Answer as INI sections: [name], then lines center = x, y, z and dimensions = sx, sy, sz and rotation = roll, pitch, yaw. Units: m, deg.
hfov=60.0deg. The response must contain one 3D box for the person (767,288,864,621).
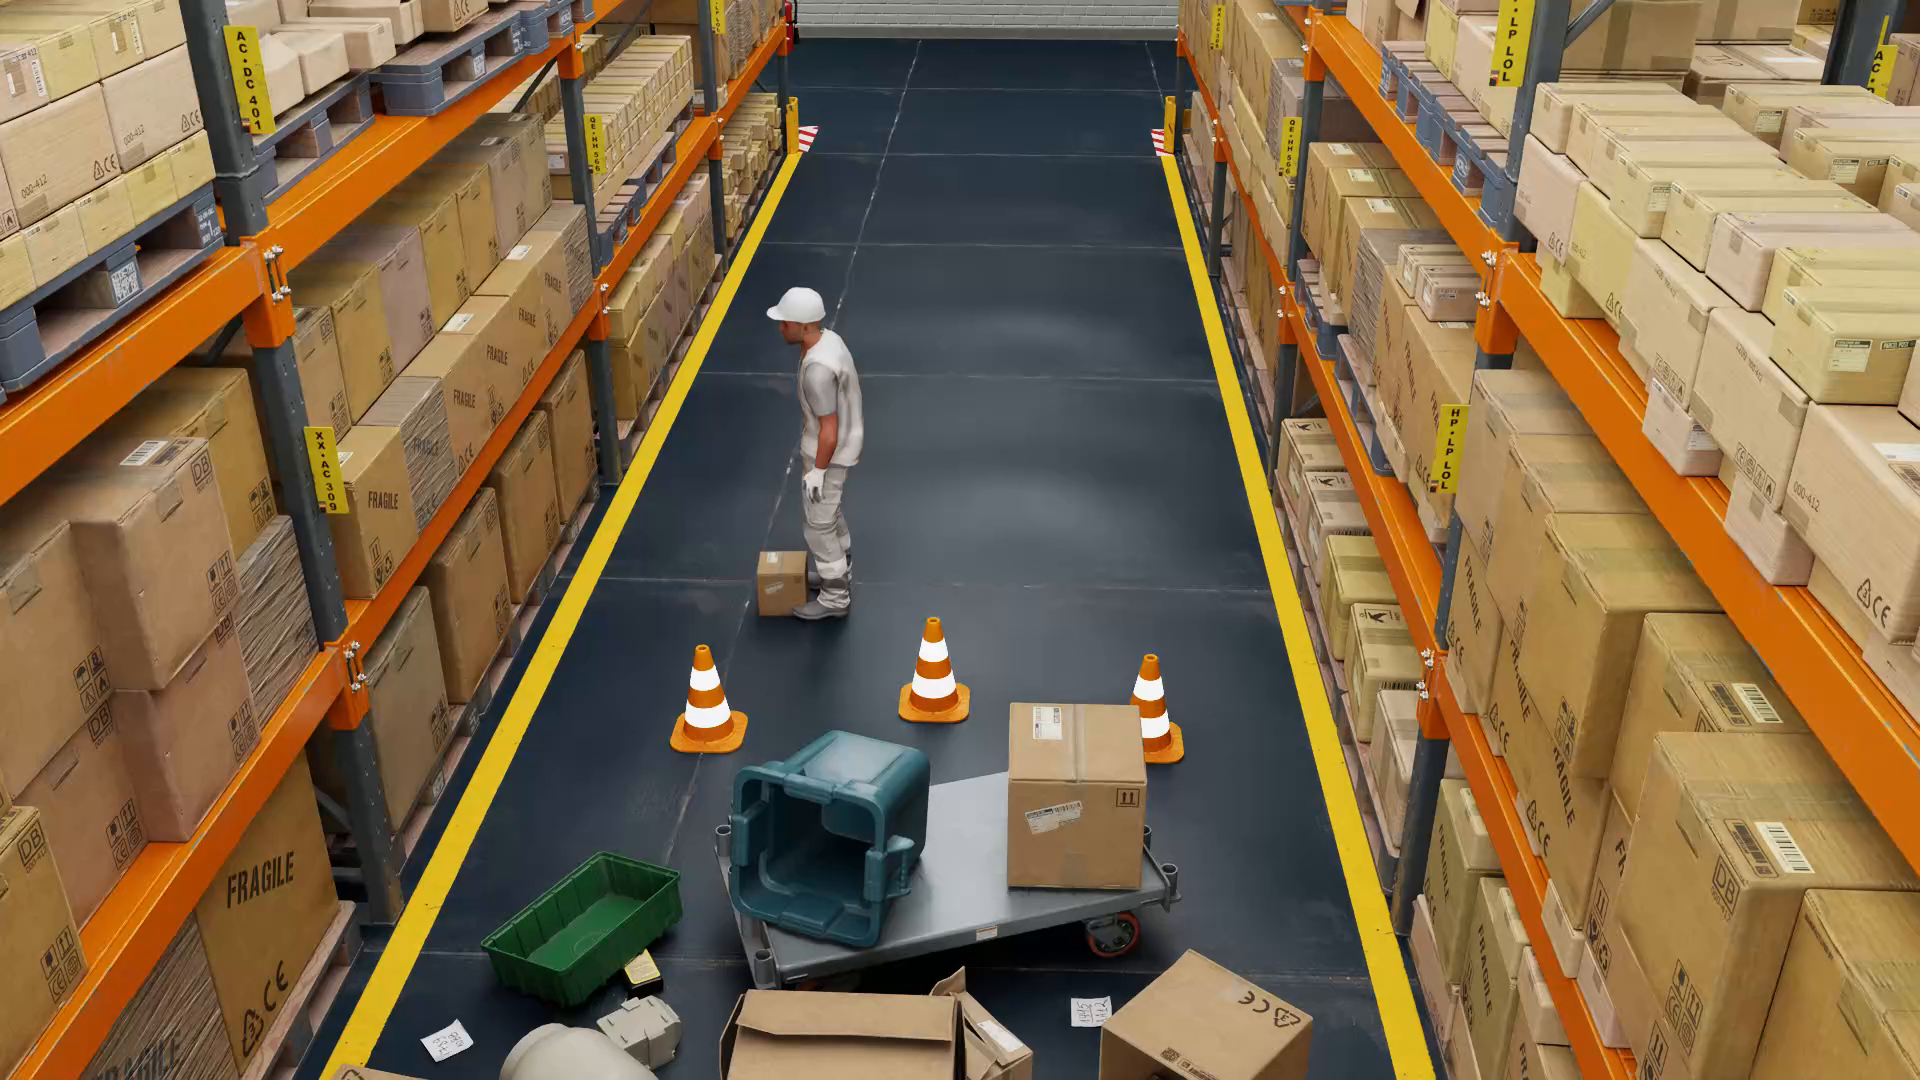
[person]
center = -0.711, -0.438, 8.440
dimensions = 0.452, 1.778, 0.613
rotation = -1, 28, -1
